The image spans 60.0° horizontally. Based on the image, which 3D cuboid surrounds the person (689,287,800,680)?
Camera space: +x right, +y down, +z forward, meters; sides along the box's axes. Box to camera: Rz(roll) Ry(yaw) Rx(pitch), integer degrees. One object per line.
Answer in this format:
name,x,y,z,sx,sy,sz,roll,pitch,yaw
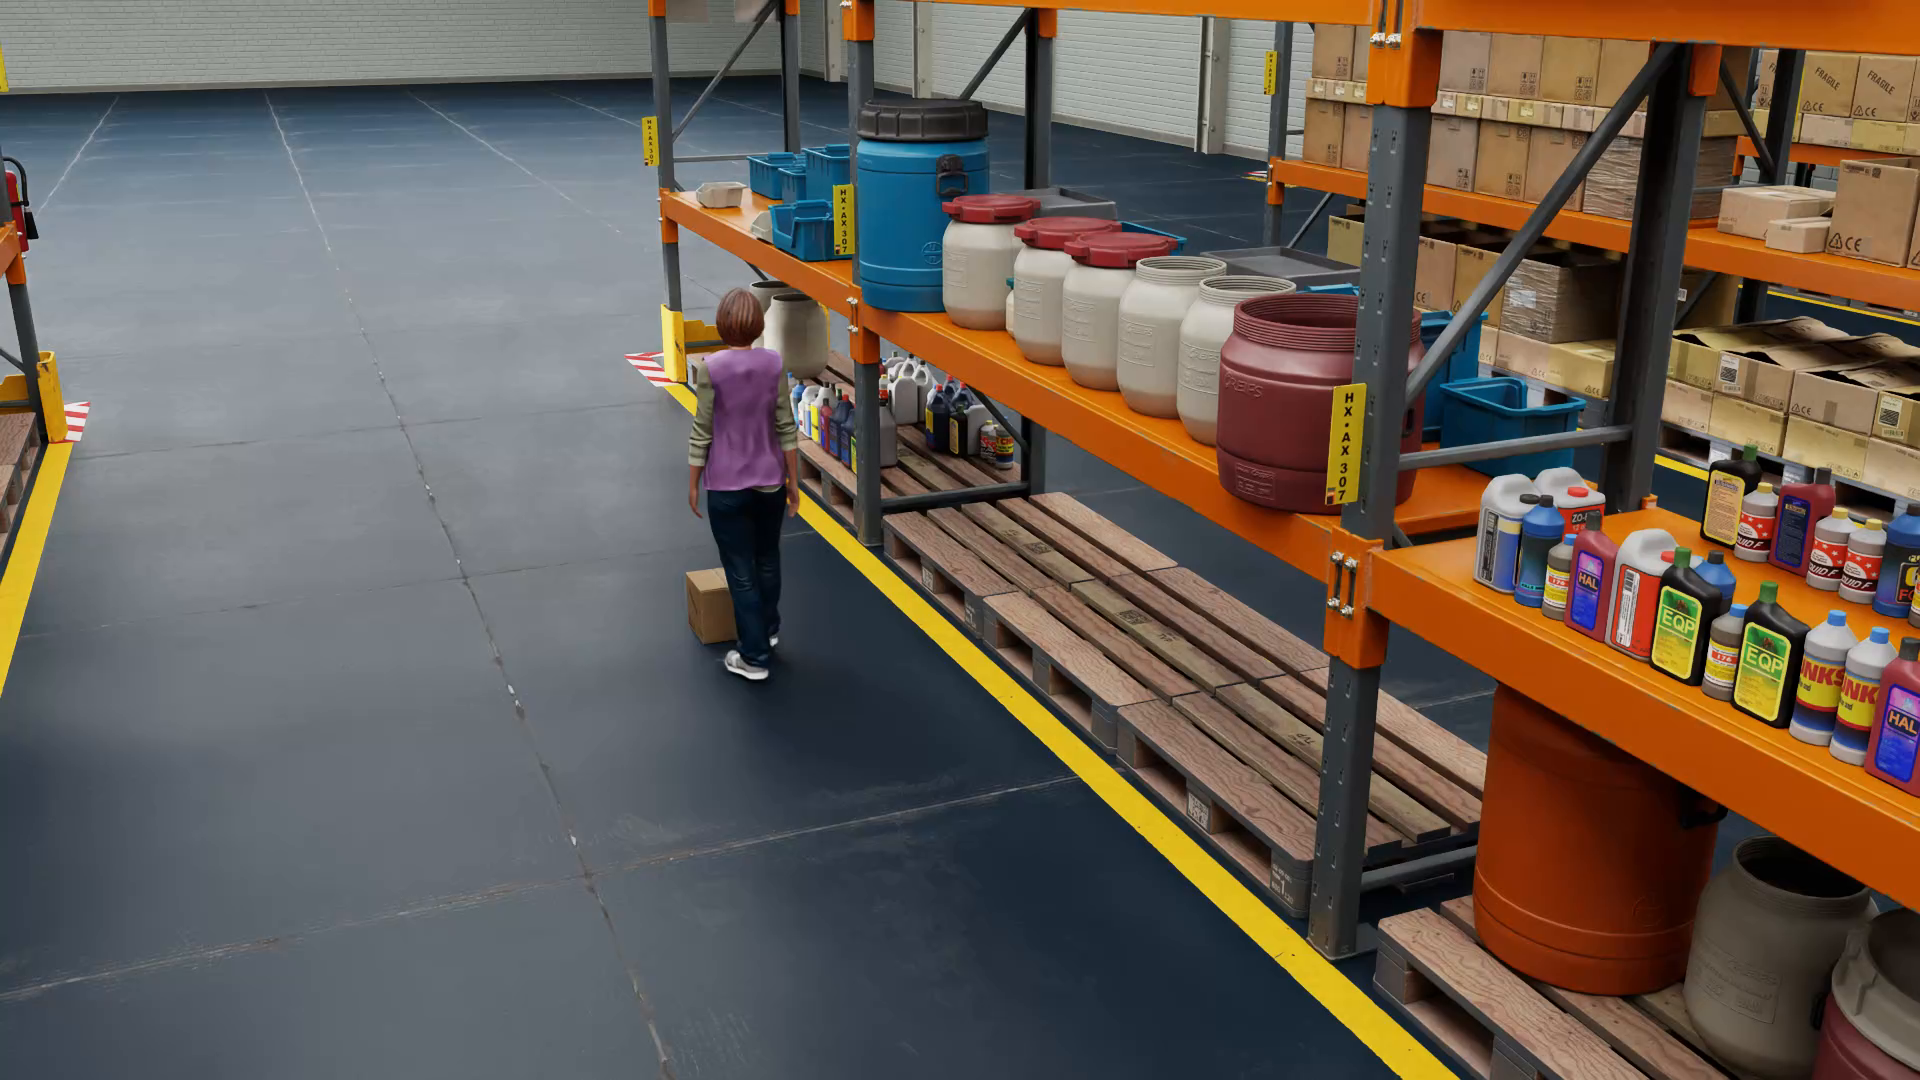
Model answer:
person,-0.923,-0.245,6.763,0.424,1.593,0.583,-11,22,-28
